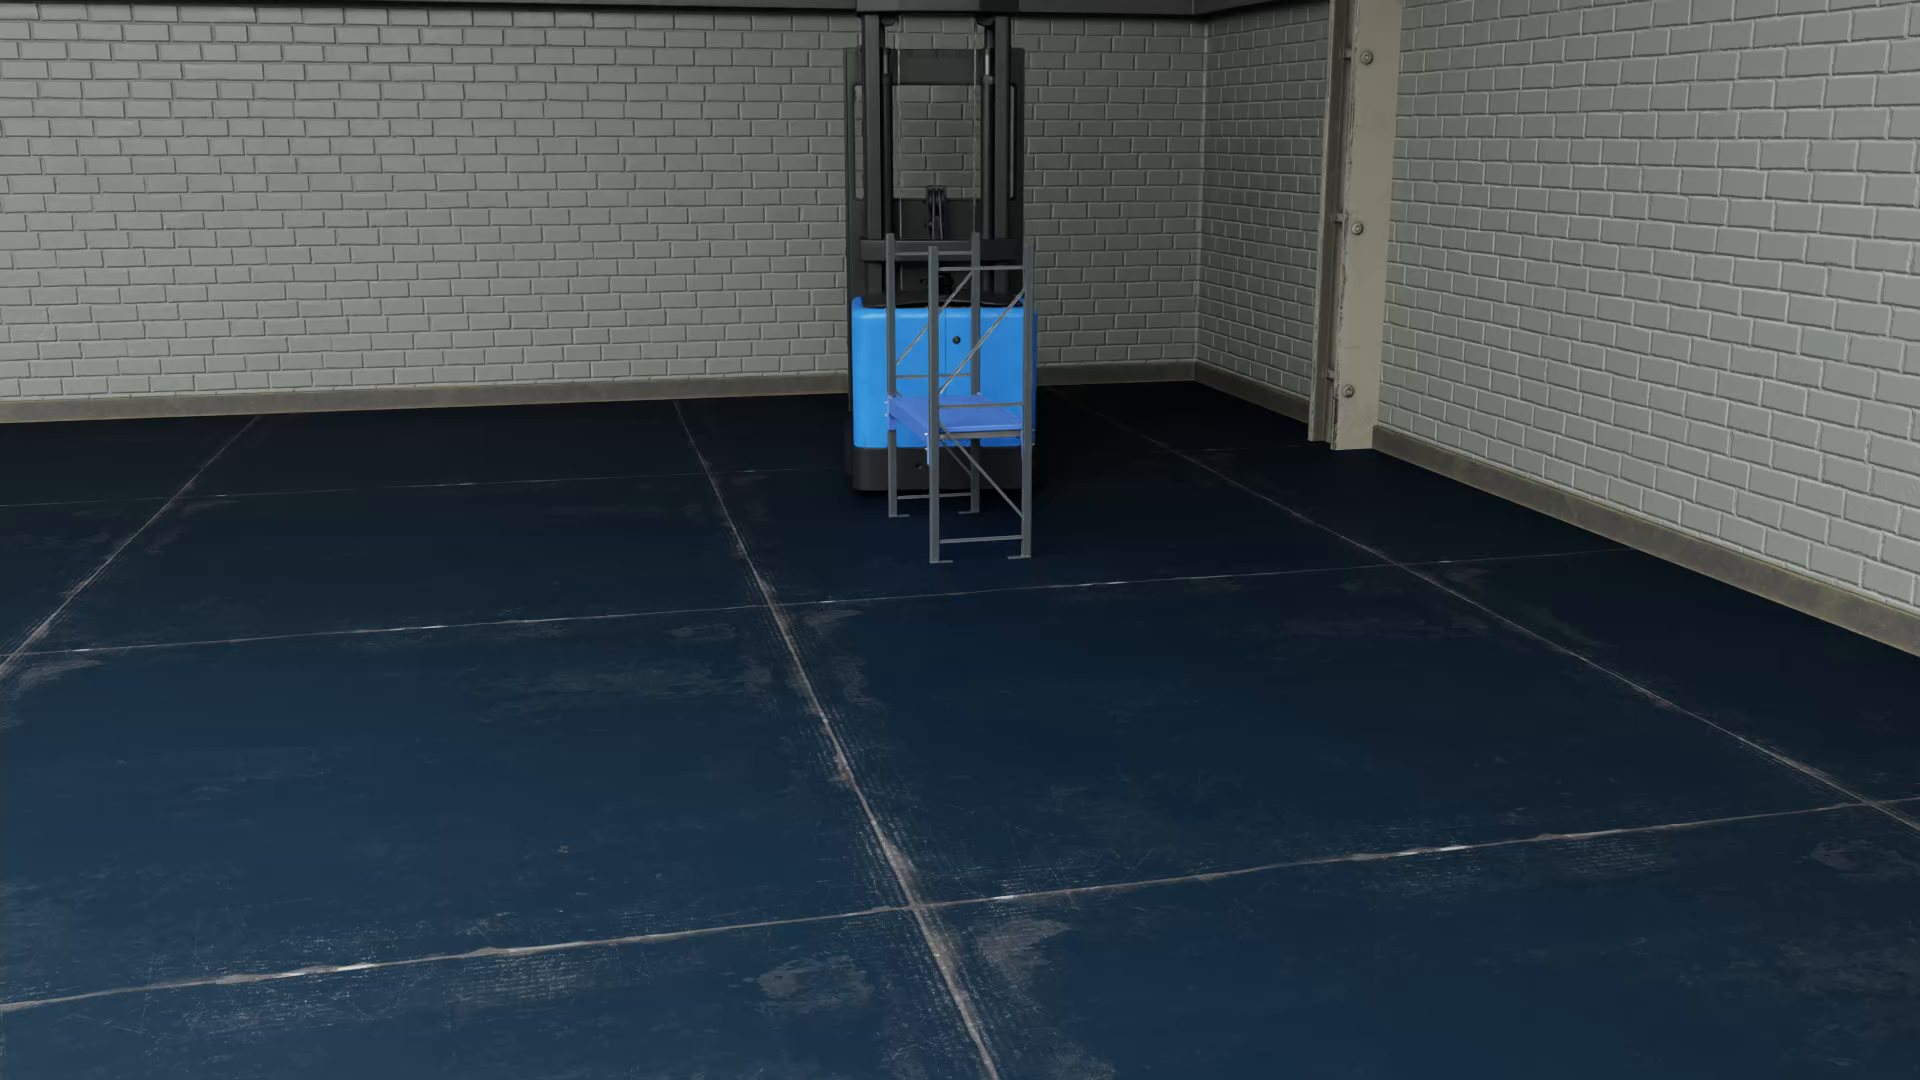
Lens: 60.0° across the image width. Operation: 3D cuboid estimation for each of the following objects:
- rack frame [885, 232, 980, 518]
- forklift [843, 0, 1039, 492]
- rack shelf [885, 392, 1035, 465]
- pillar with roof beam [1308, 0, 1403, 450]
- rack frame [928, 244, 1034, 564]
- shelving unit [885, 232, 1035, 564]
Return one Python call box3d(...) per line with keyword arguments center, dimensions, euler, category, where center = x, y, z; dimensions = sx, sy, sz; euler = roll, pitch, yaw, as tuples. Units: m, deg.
box3d(center=(-0.139, -0.866, 8.810), dimensions=(0.500, 1.500, 0.032), euler=(-3, 14, -13), category="rack frame")
box3d(center=(-0.172, -1.991, 10.402), dimensions=(1.130, 2.935, 3.031), euler=(-1, 14, -4), category="forklift")
box3d(center=(-0.020, -0.574, 8.372), dimensions=(0.538, 0.185, 1.000), euler=(-3, 14, -13), category="rack shelf")
box3d(center=(-1.649, -4.771, 8.996), dimensions=(9.100, 9.000, 0.400), euler=(-3, 14, -13), category="pillar with roof beam")
box3d(center=(0.099, -0.631, 7.850), dimensions=(0.500, 1.500, 0.032), euler=(-3, 14, -13), category="rack frame")
box3d(center=(-0.020, -0.748, 8.330), dimensions=(0.538, 1.500, 1.048), euler=(-3, 14, -13), category="shelving unit")
